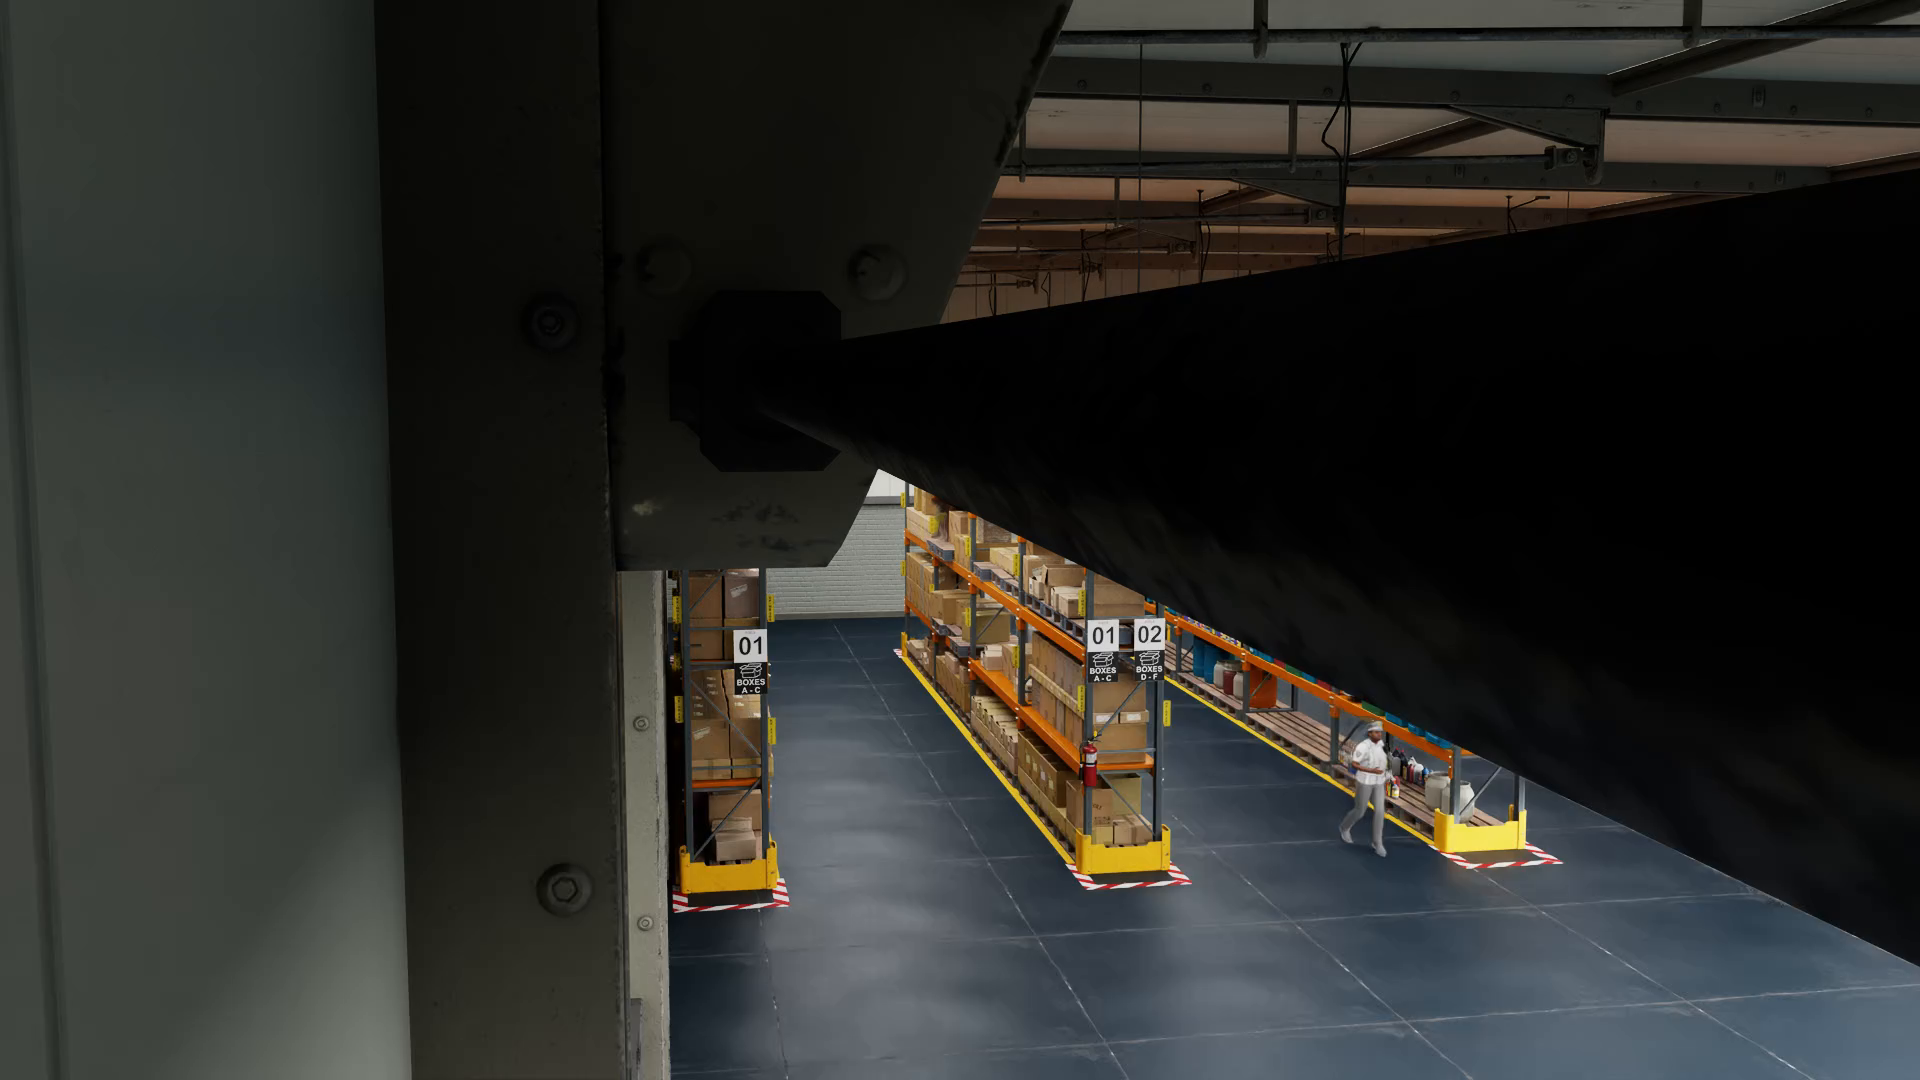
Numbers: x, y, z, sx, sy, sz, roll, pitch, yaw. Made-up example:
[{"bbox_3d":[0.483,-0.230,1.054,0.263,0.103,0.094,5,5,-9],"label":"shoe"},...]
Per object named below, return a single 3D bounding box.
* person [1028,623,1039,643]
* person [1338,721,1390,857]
[{"bbox_3d":[1.600,1.895,34.921,0.644,1.650,0.709,-3,7,-25],"label":"person"},{"bbox_3d":[5.401,3.222,21.900,0.593,1.729,0.816,-3,6,-23],"label":"person"}]
